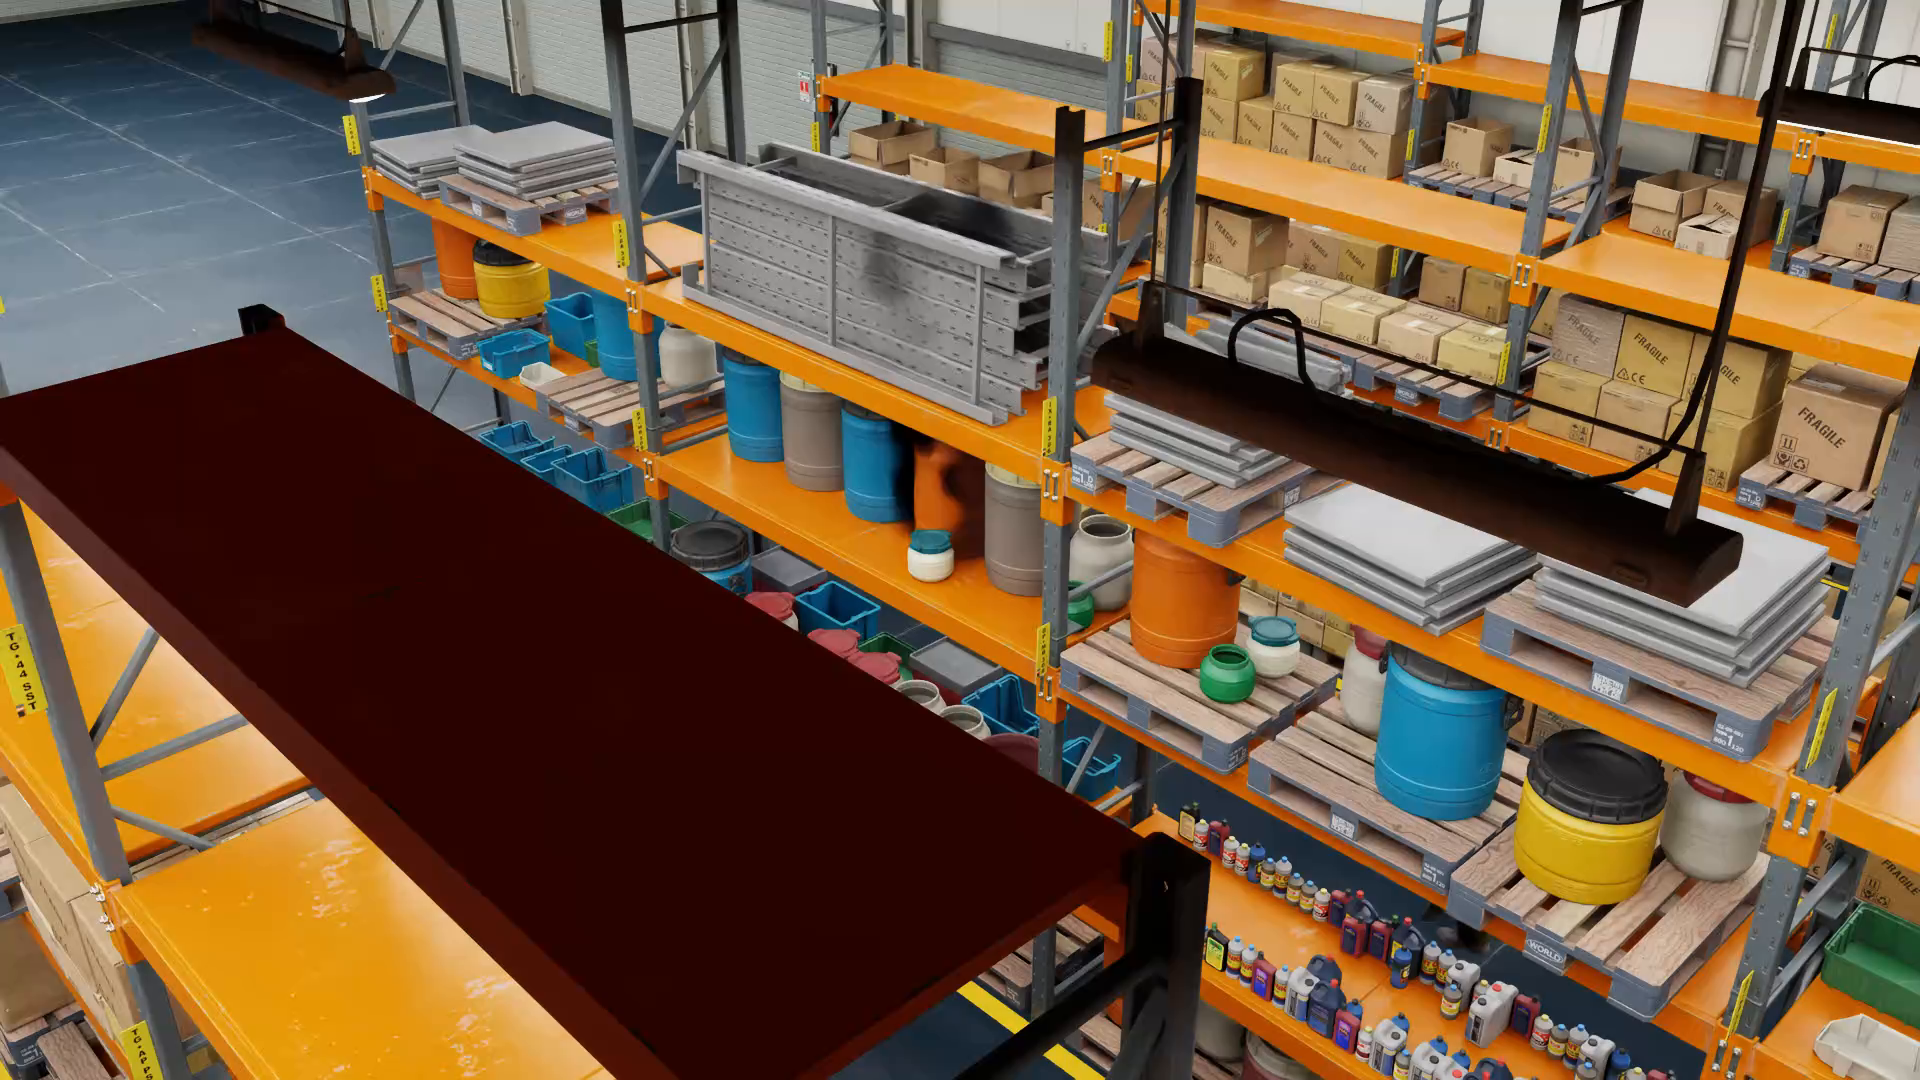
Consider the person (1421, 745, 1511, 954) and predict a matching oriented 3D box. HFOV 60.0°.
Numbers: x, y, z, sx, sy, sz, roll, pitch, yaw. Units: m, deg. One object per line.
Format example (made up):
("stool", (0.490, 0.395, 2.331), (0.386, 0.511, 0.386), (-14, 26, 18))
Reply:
("person", (3.236, 1.915, 10.906), (0.694, 1.864, 0.797), (-23, 36, -36))
